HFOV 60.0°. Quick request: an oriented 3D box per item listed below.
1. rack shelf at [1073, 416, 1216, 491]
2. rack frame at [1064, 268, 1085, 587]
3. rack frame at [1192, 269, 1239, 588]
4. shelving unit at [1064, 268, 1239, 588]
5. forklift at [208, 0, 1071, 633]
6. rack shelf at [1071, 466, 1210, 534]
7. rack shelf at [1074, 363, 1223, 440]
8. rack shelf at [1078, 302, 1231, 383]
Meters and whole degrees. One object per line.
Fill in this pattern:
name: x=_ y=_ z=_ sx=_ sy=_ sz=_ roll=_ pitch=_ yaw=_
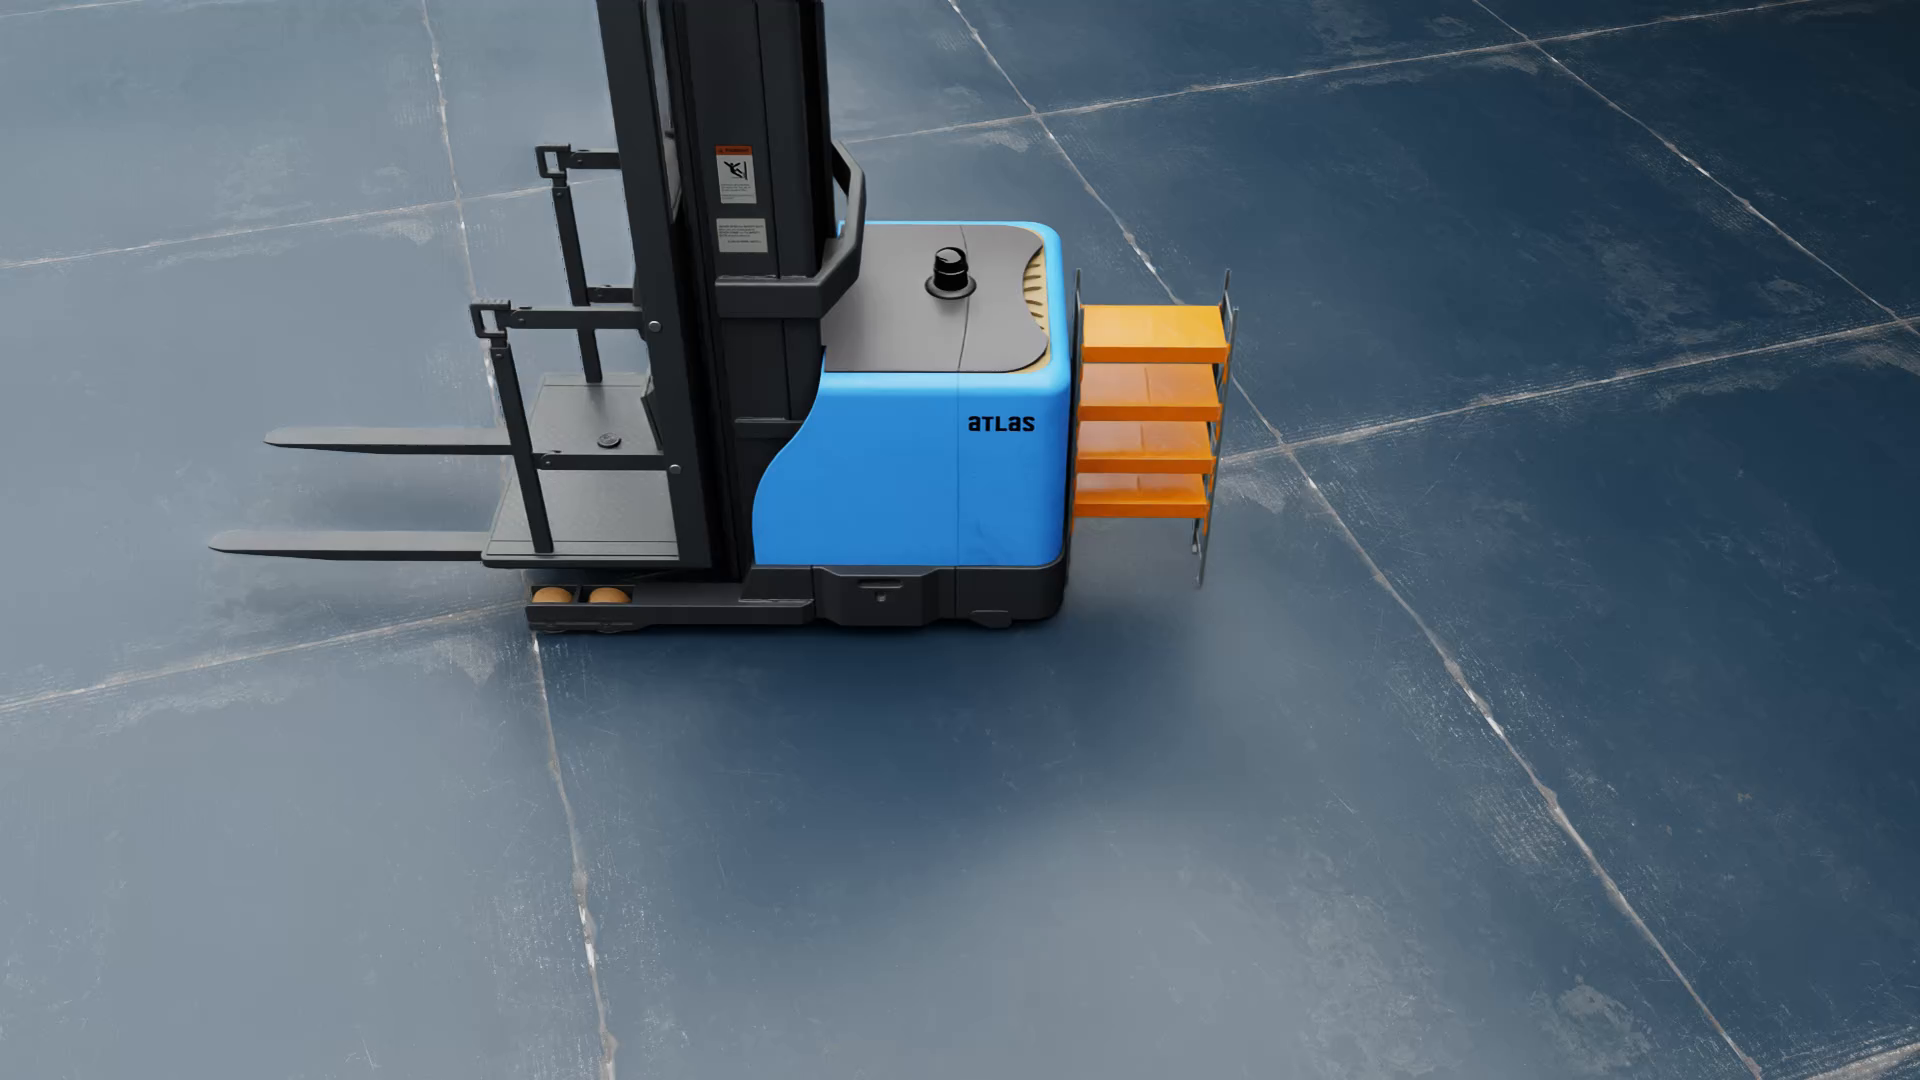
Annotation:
rack shelf: x=0.632 y=-0.307 z=5.792 sx=0.480 sy=0.148 sz=0.258 roll=0 pitch=41 yaw=0
rack frame: x=0.388 y=-0.359 z=5.749 sx=0.015 sy=1.200 sz=0.240 roll=0 pitch=41 yaw=0
rack frame: x=0.876 y=-0.356 z=5.746 sx=0.015 sy=1.200 sz=0.240 roll=0 pitch=41 yaw=0
shelving unit: x=0.632 y=-0.358 z=5.747 sx=0.503 sy=1.200 sz=0.258 roll=0 pitch=41 yaw=0
forklift: x=-1.147 y=-1.123 z=5.308 sx=3.031 sy=2.935 sz=1.130 roll=0 pitch=41 yaw=0
rack shelf: x=0.632 y=-0.157 z=5.922 sx=0.480 sy=0.148 sz=0.258 roll=0 pitch=41 yaw=0
rack shelf: x=0.632 y=-0.475 z=5.644 sx=0.480 sy=0.148 sz=0.258 roll=0 pitch=41 yaw=0
rack shelf: x=0.632 y=-0.654 z=5.489 sx=0.480 sy=0.148 sz=0.258 roll=0 pitch=41 yaw=0
